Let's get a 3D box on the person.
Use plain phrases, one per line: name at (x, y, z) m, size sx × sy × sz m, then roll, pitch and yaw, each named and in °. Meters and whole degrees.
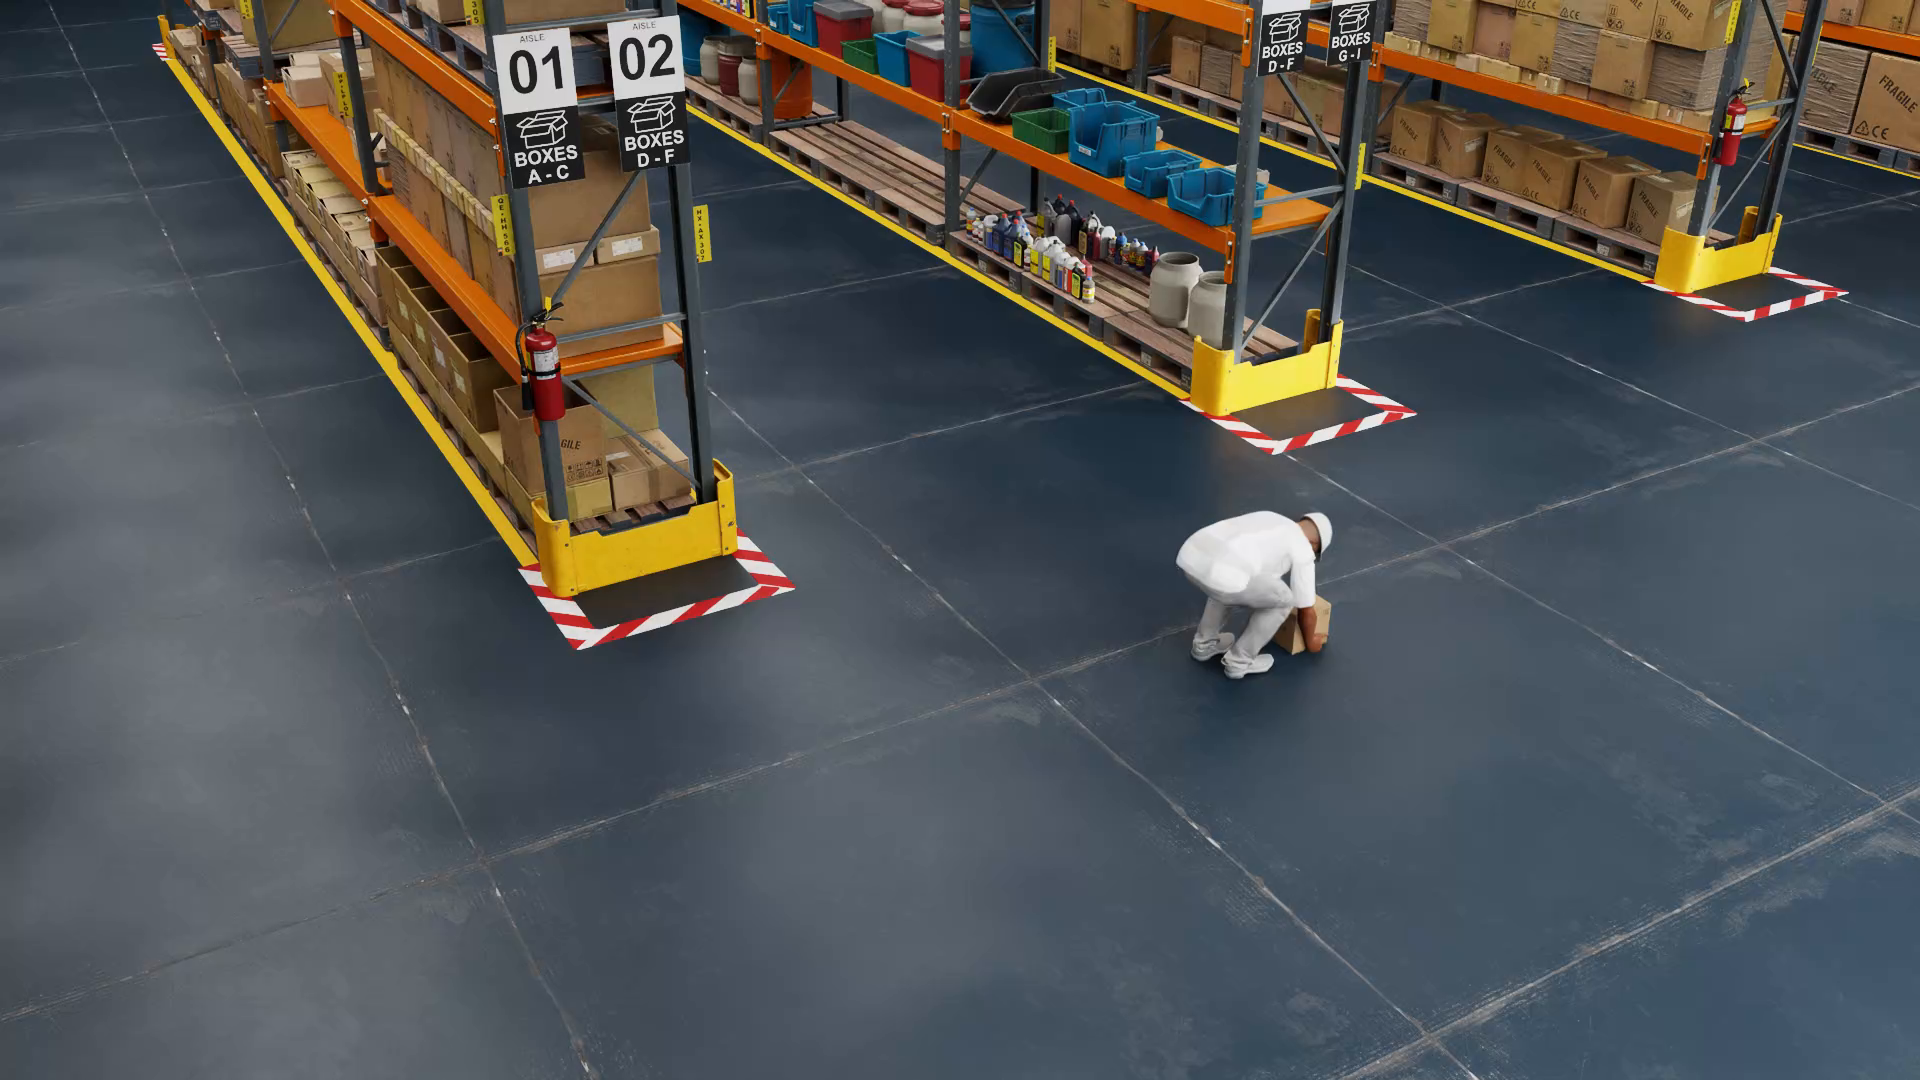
person at (1.609, 0.253, 9.024) m, size 0.979 × 0.886 × 0.505 m, roll -17°, pitch 33°, yaw -28°
